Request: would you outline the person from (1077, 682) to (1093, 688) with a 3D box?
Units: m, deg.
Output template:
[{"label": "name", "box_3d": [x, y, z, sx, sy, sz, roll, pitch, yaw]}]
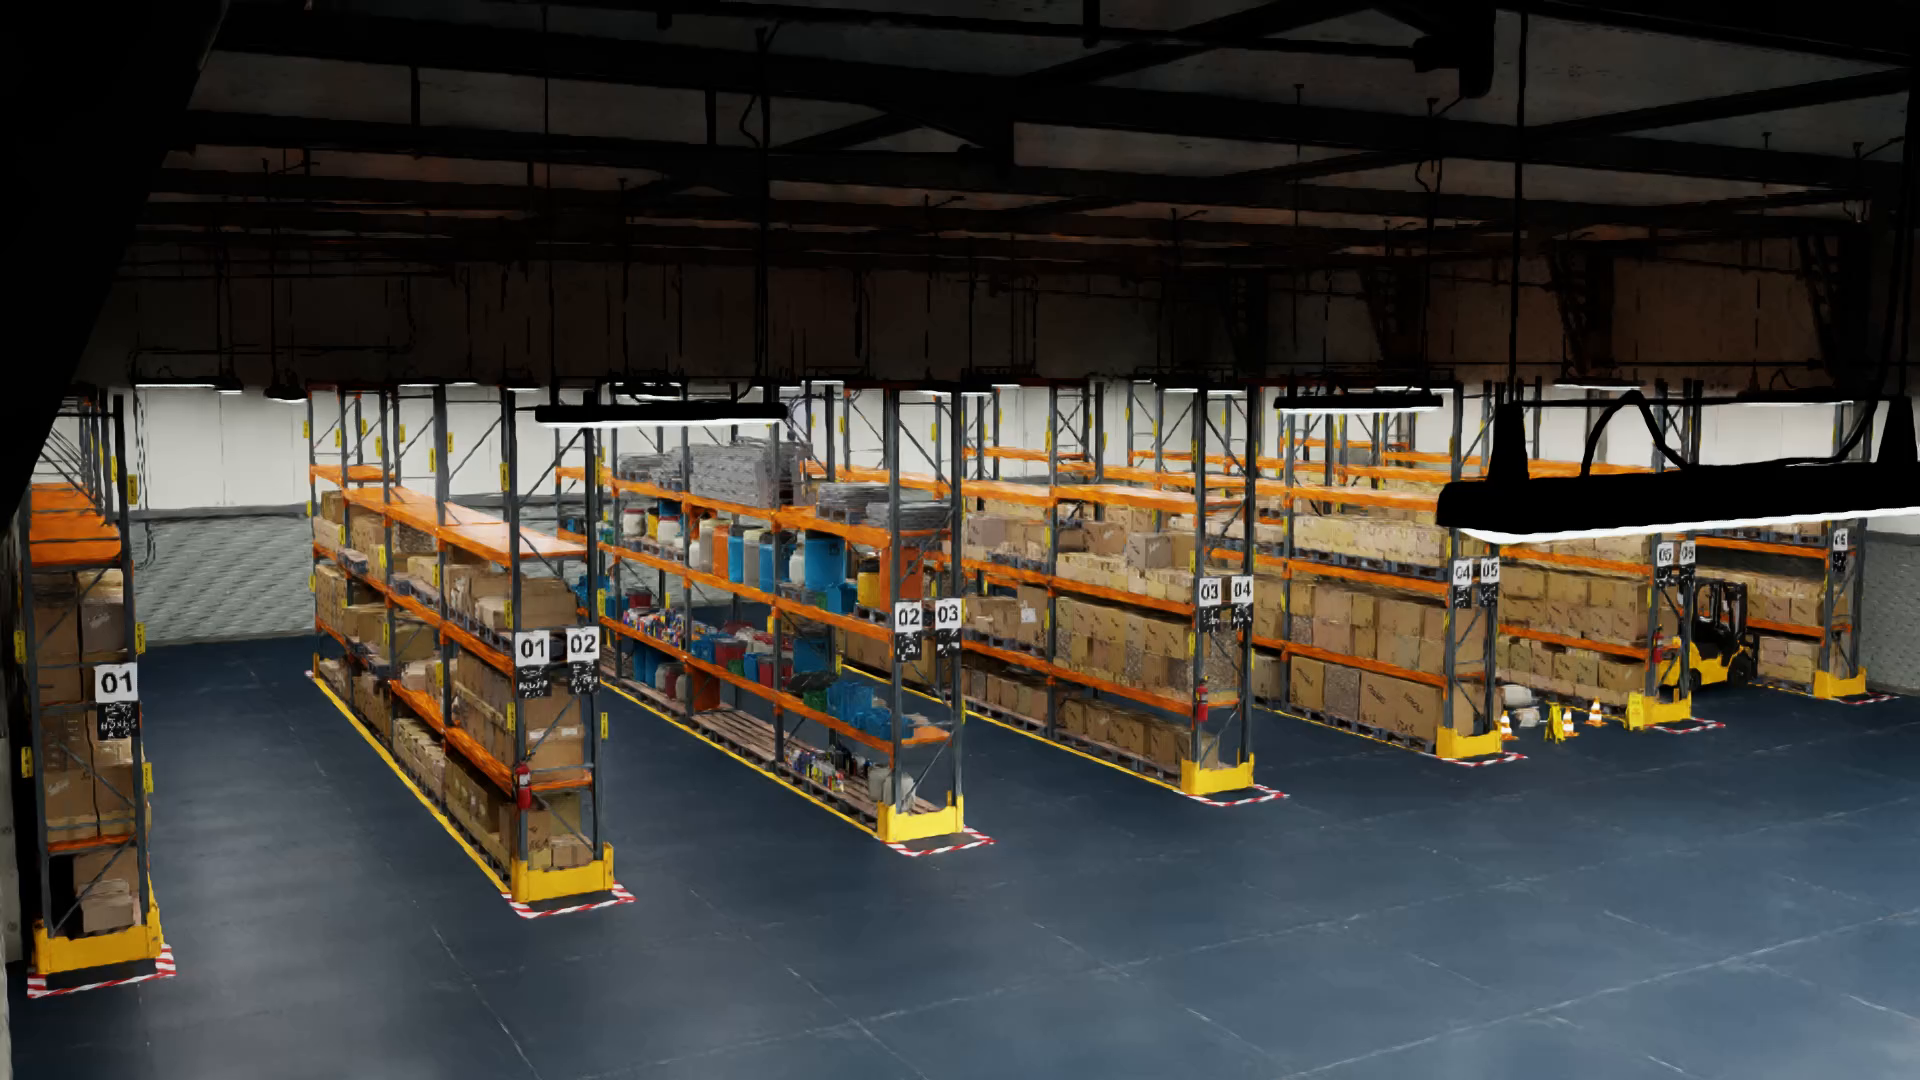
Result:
[{"label": "person", "box_3d": [2.571, 2.064, 32.394, 0.677, 1.673, 0.530, -4, 7, -30]}]

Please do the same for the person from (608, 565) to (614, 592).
[{"label": "person", "box_3d": [-8.313, 1.364, 39.678, 0.417, 1.480, 1.036, -3, 7, -27]}]

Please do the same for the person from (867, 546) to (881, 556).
[{"label": "person", "box_3d": [-2.220, 0.923, 42.819, 0.729, 1.733, 0.546, -4, 7, -30]}]
